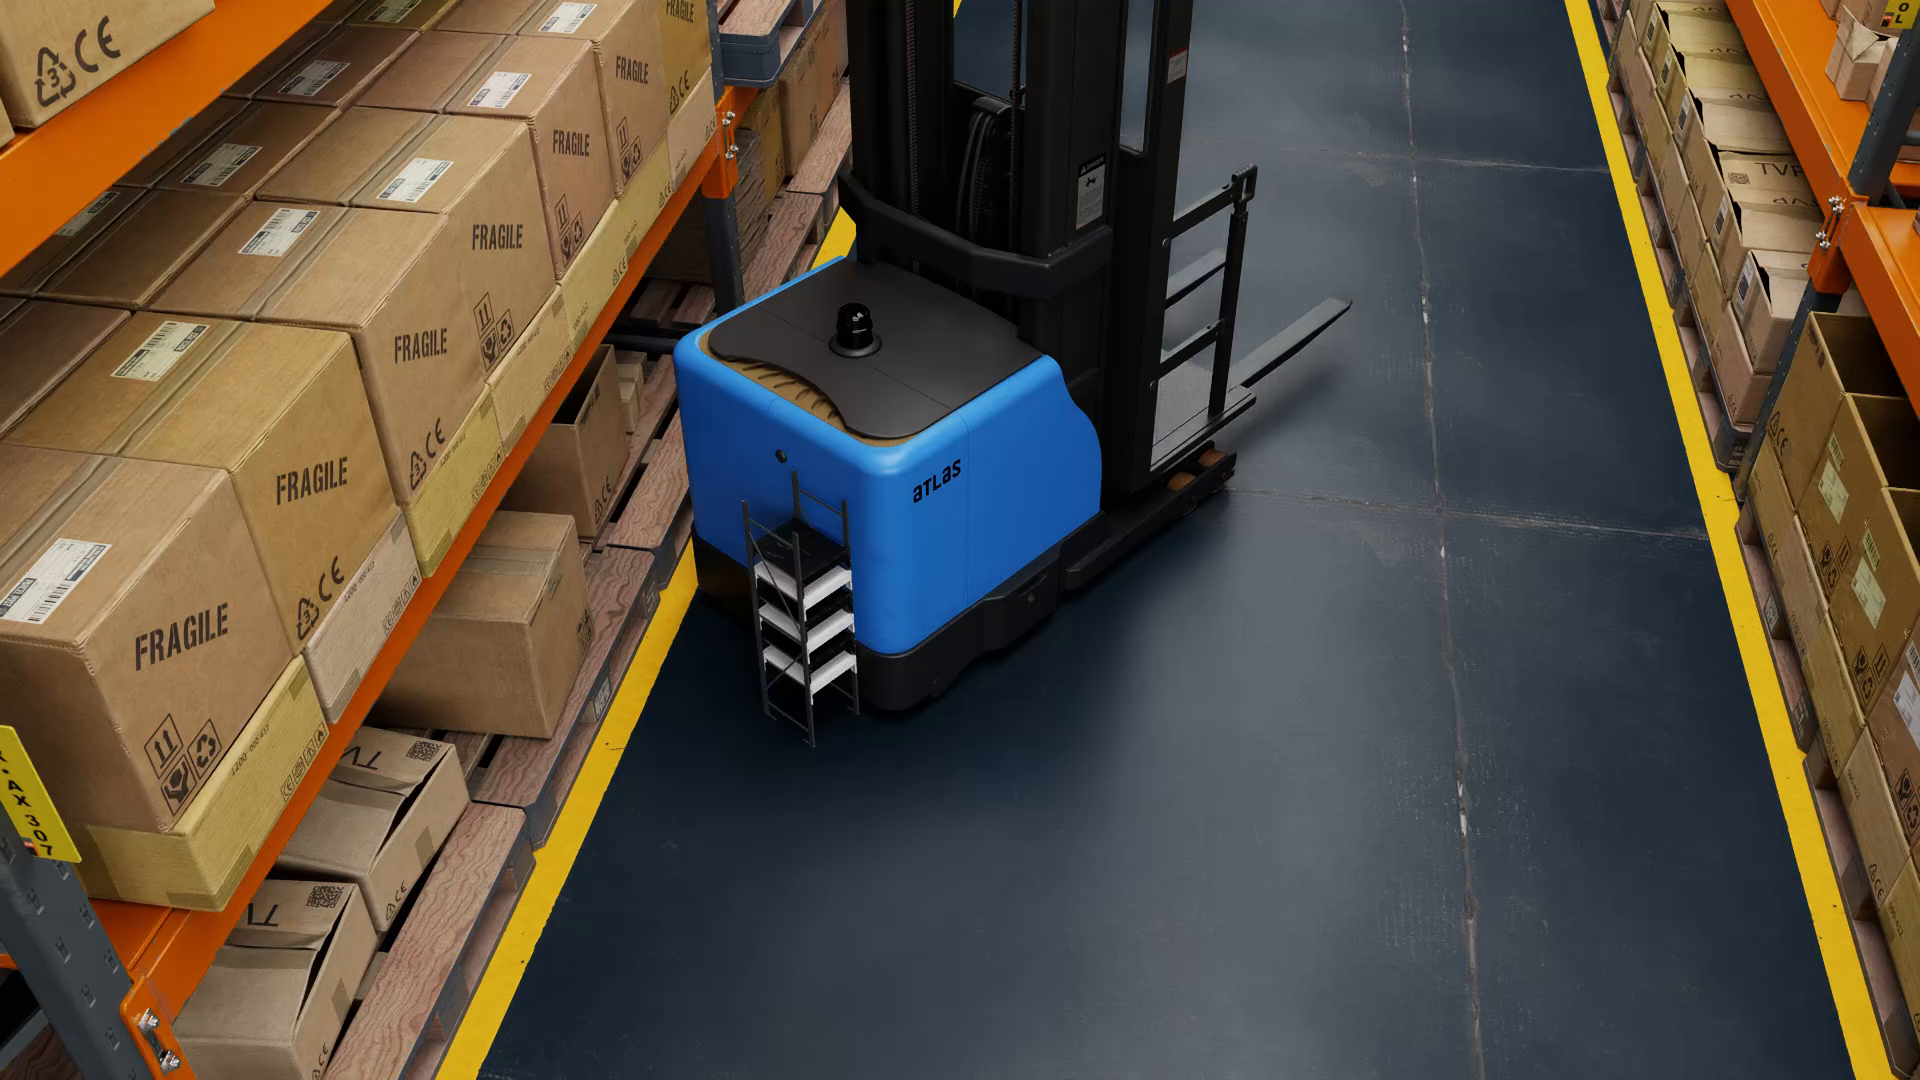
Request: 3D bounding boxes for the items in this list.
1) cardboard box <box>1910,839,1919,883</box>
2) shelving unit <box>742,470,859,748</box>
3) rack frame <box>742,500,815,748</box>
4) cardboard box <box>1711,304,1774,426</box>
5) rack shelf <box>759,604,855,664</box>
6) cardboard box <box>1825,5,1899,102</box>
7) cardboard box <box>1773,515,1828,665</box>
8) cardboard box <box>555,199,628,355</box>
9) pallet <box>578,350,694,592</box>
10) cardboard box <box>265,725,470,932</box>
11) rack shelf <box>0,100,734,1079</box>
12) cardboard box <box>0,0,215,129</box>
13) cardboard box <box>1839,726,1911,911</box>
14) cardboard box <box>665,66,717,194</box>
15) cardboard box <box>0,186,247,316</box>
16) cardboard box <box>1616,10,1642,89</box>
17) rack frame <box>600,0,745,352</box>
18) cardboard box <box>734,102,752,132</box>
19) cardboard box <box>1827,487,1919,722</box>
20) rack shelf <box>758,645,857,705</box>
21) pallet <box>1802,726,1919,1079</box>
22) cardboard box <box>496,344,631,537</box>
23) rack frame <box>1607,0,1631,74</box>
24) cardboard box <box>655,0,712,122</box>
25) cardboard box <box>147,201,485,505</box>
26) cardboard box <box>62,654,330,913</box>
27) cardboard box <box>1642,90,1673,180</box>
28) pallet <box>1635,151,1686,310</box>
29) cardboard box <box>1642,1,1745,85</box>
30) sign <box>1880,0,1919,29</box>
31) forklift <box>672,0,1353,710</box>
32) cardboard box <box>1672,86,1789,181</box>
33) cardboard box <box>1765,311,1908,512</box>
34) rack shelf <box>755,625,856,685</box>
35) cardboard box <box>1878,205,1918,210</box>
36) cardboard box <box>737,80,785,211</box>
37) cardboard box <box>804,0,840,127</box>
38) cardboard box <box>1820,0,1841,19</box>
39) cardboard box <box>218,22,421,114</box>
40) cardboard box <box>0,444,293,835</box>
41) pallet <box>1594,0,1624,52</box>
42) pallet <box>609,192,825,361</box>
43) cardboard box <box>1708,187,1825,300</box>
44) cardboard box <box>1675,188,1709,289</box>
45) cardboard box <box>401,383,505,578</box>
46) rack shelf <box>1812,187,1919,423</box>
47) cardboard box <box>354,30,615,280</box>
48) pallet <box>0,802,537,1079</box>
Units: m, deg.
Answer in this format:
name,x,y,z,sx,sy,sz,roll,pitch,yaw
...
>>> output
name,x,y,z,sx,sy,sz,roll,pitch,yaw
cardboard box,2.769,0.842,4.117,0.500,0.500,0.500,6,40,8
shelving unit,-0.495,0.232,5.263,0.258,0.900,0.210,30,48,31
rack frame,-0.564,0.280,5.205,0.240,0.900,0.006,30,48,31
cardboard box,3.289,-0.673,6.538,0.500,0.250,0.500,6,40,7
rack shelf,-0.495,0.258,5.285,0.258,0.077,0.200,30,48,31
cardboard box,3.474,-1.799,6.177,0.396,0.266,0.258,5,40,7
cardboard box,3.033,0.190,5.494,0.500,0.250,0.500,6,40,8
cardboard box,-1.326,-0.812,4.980,0.500,0.250,0.500,6,40,7
pallet,-1.458,-0.322,6.474,1.003,0.211,1.213,6,40,8
cardboard box,-1.762,0.773,4.726,0.500,0.311,0.500,10,41,11
rack shelf,-1.723,-0.290,4.811,1.077,0.370,4.000,6,40,8
cardboard box,-1.637,-1.030,2.693,0.500,0.500,0.500,9,40,11
cardboard box,2.860,0.818,4.735,0.500,0.250,0.500,6,40,8
cardboard box,-1.160,-1.441,5.741,0.500,0.250,0.500,6,40,8
cardboard box,-2.015,-0.510,4.026,0.500,0.500,0.500,5,40,6
cardboard box,3.815,-2.595,8.862,0.500,0.250,0.500,6,40,8
rack frame,-1.377,-1.822,6.100,1.000,3.000,0.127,6,40,8
cardboard box,-1.193,-2.058,7.413,0.500,0.250,0.500,6,40,7
cardboard box,2.941,0.215,4.876,0.500,0.500,0.500,6,40,8
rack shelf,-0.495,0.396,5.399,0.258,0.077,0.200,30,48,31
pallet,3.115,1.059,4.804,1.003,0.211,1.213,6,40,8
cardboard box,-1.517,-0.373,5.963,0.500,0.500,0.500,4,40,4
rack frame,4.195,-3.789,8.478,1.000,3.000,0.127,6,40,8
cardboard box,-1.154,-1.730,5.502,0.500,0.500,0.500,6,40,8
cardboard box,-1.499,-0.450,3.954,0.500,0.500,0.500,5,40,6
cardboard box,-1.672,0.467,3.433,0.500,0.250,0.500,5,40,6
cardboard box,3.645,-1.952,8.085,0.500,0.250,0.500,5,40,6
pallet,3.801,-1.438,7.824,1.003,0.211,1.213,6,40,8
cardboard box,3.733,-2.480,8.284,0.500,0.311,0.500,5,40,7
sign,2.967,-1.748,5.163,0.100,0.325,0.005,6,40,8
forklift,0.422,-1.423,5.671,1.130,2.935,3.031,30,48,31
cardboard box,3.554,-1.838,7.507,0.500,0.311,0.500,6,40,7
cardboard box,3.114,-0.413,5.635,0.500,0.500,0.500,6,40,8
rack shelf,-0.495,0.327,5.342,0.258,0.077,0.200,30,48,31
cardboard box,3.912,-1.142,6.666,0.500,0.311,0.500,6,40,7
cardboard box,-1.226,-1.822,7.716,0.700,0.500,0.500,6,40,7
cardboard box,-1.019,-2.456,8.483,0.700,0.500,0.500,6,40,7
cardboard box,3.830,-2.442,6.771,0.500,0.500,0.500,6,40,8
cardboard box,-1.849,-1.153,4.804,0.500,0.500,0.500,7,40,9
cardboard box,-1.690,0.183,3.188,0.500,0.500,0.500,6,40,8
pallet,4.362,-3.178,9.929,1.003,0.211,1.213,6,40,8
pallet,-1.243,-1.236,7.580,1.003,0.211,1.213,6,40,8
cardboard box,3.375,-1.210,6.747,0.500,0.311,0.500,7,40,9
cardboard box,3.467,-1.311,7.310,0.500,0.250,0.500,7,40,9
cardboard box,-1.502,-0.180,4.215,0.500,0.250,0.500,6,40,7
rack shelf,3.157,0.254,4.153,1.077,0.370,4.000,6,40,8
cardboard box,-1.332,-1.102,4.742,0.500,0.500,0.500,5,40,6
pallet,-1.880,1.209,4.622,1.003,0.211,1.213,6,40,8
